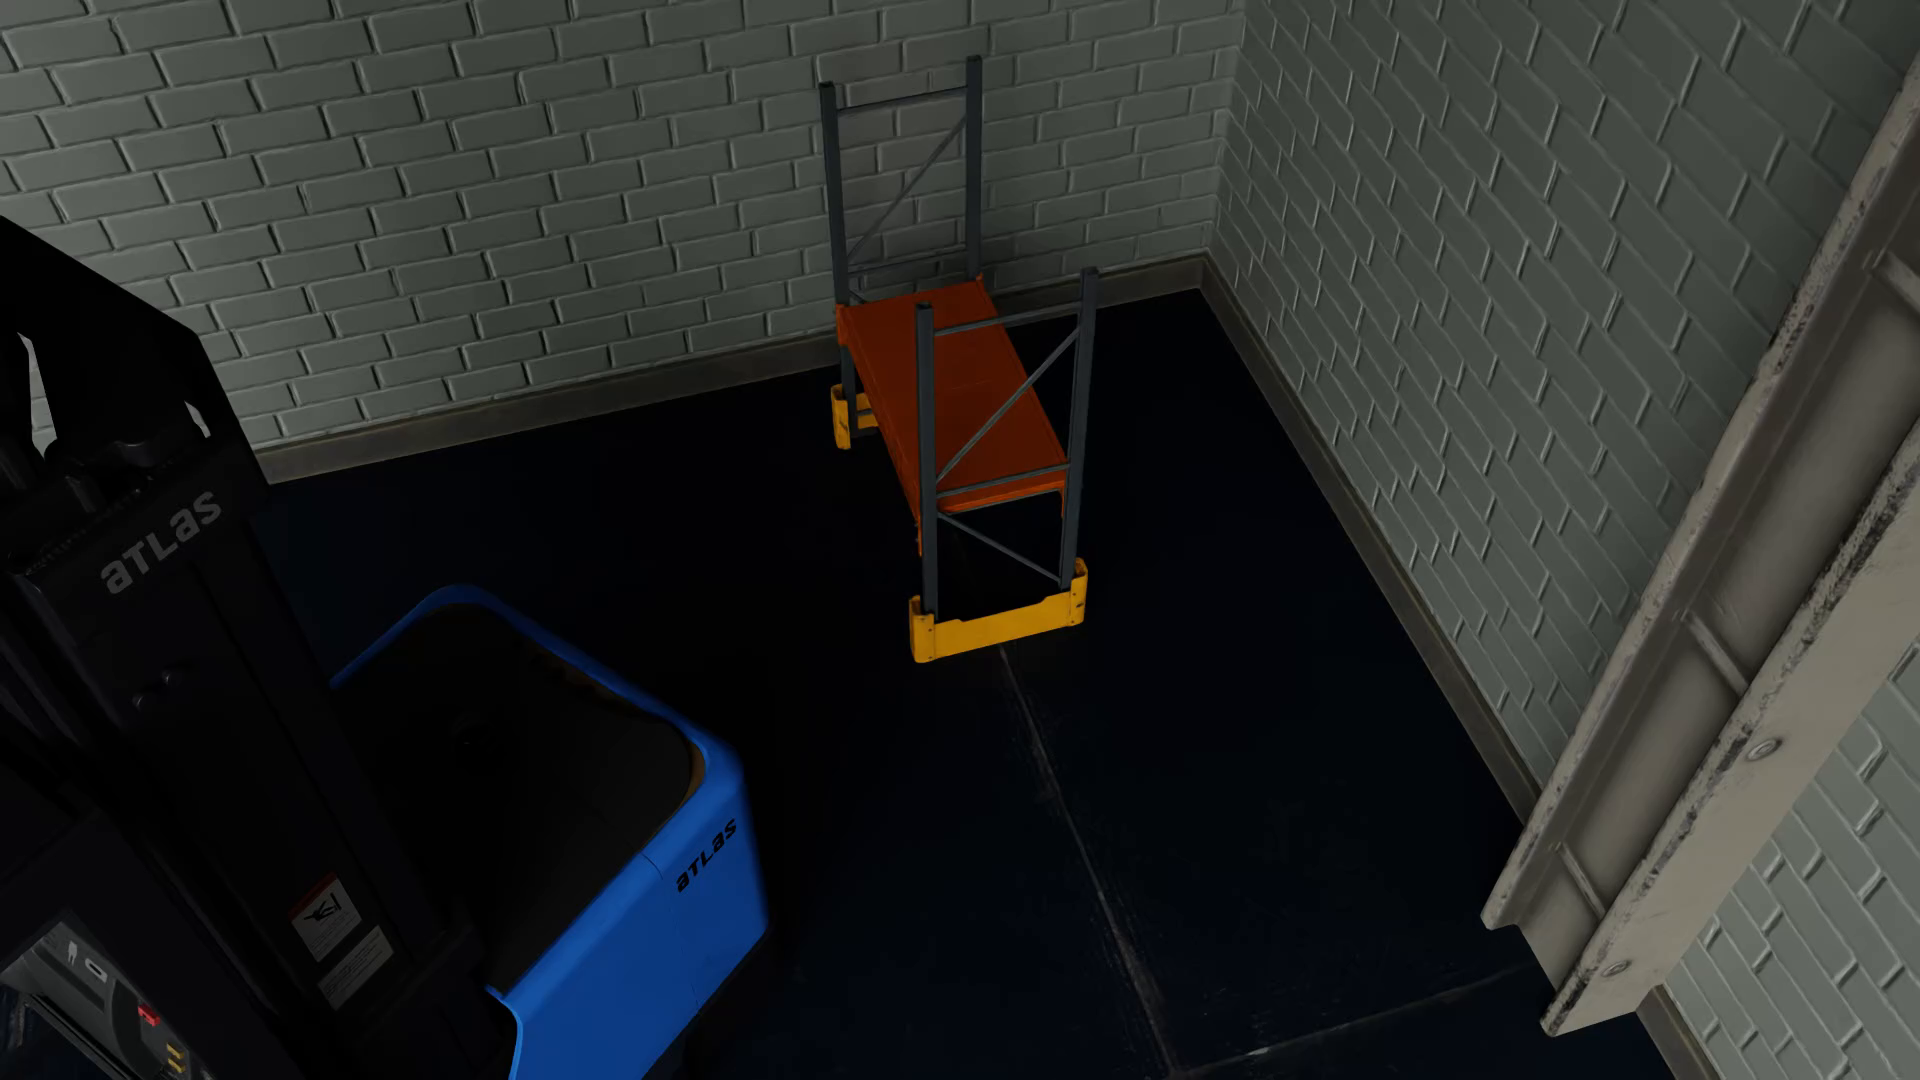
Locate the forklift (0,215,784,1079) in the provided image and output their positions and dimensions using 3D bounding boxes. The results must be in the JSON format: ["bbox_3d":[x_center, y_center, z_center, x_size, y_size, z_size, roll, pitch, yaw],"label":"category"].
[{"bbox_3d":[-1.752,0.970,3.015,1.130,2.935,3.031,28,55,22],"label":"forklift"}]

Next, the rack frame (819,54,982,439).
[{"bbox_3d":[-0.176,-0.917,5.542,0.500,1.500,0.032,-13,51,-11],"label":"rack frame"}]

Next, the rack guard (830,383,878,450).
[{"bbox_3d":[-0.170,-0.500,6.008,0.587,0.250,0.087,-13,51,-11],"label":"rack guard"}]

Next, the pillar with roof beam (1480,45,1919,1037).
[{"bbox_3d":[-2.399,-0.732,0.481,9.100,9.000,0.400,-13,51,-11],"label":"pillar with roof beam"}]

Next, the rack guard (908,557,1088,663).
[{"bbox_3d":[0.125,0.227,5.395,0.587,0.250,0.087,-13,51,-11],"label":"rack guard"}]

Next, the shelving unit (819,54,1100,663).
[{"bbox_3d":[-0.023,-0.539,5.224,0.587,1.500,1.083,-13,51,-11],"label":"shelving unit"}]

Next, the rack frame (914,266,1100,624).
[{"bbox_3d":[0.125,-0.174,4.916,0.500,1.500,0.032,-13,51,-11],"label":"rack frame"}]

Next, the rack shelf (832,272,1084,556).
[{"bbox_3d":[-0.025,-0.430,5.367,0.538,0.185,1.000,-13,51,-11],"label":"rack shelf"}]
